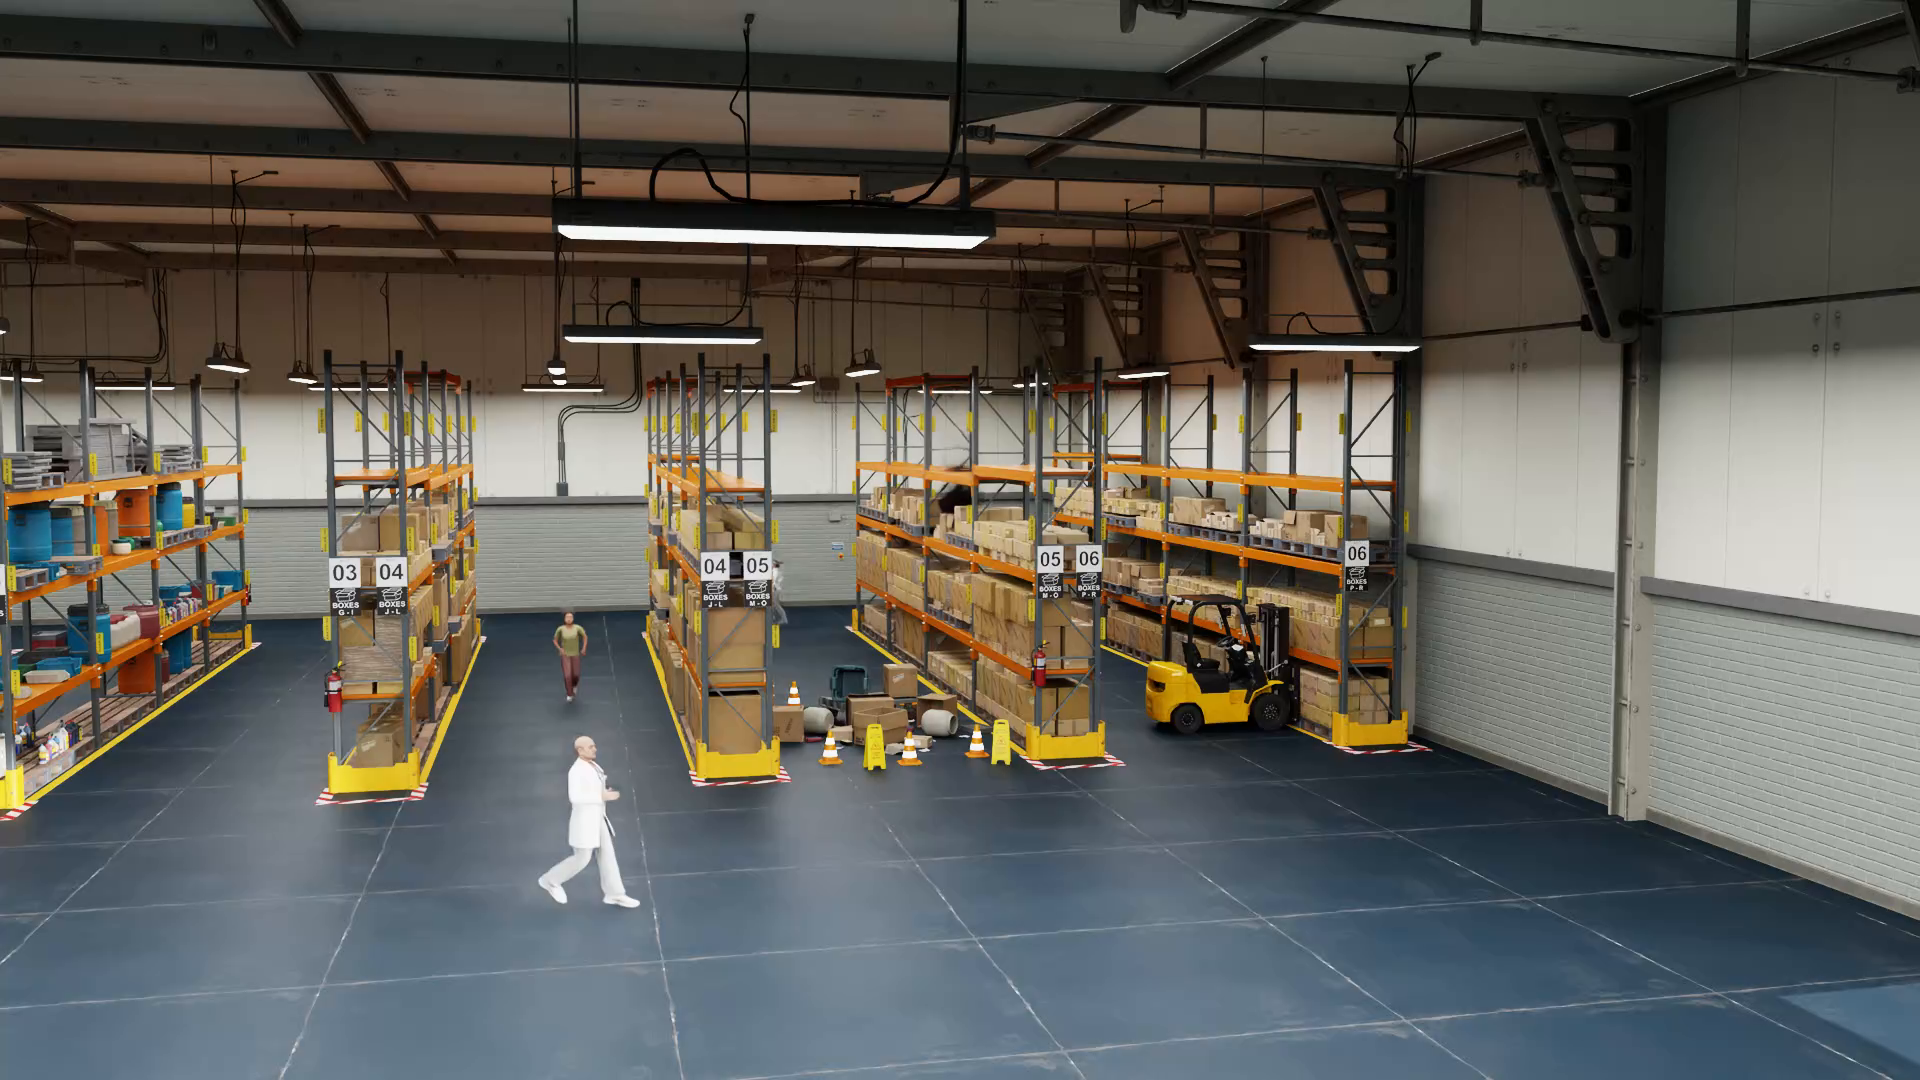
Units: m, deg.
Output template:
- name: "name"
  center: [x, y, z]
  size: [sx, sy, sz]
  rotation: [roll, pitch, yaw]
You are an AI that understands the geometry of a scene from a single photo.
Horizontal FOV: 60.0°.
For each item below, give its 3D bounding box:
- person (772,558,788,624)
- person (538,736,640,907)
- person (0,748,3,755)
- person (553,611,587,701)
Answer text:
- name: "person"
  center: [-4.621, 1.293, 41.239]
  size: [0.703, 1.723, 0.581]
  rotation: [-1, 4, -14]
- name: "person"
  center: [-3.822, 2.894, 17.088]
  size: [1.051, 1.768, 0.707]
  rotation: [1, 4, 10]
- name: "person"
  center: [-11.706, 2.756, 19.705]
  size: [0.625, 1.764, 0.680]
  rotation: [2, 4, 26]
- name: "person"
  center: [-7.059, 2.097, 30.146]
  size: [0.610, 1.628, 0.569]
  rotation: [-1, 4, -17]
